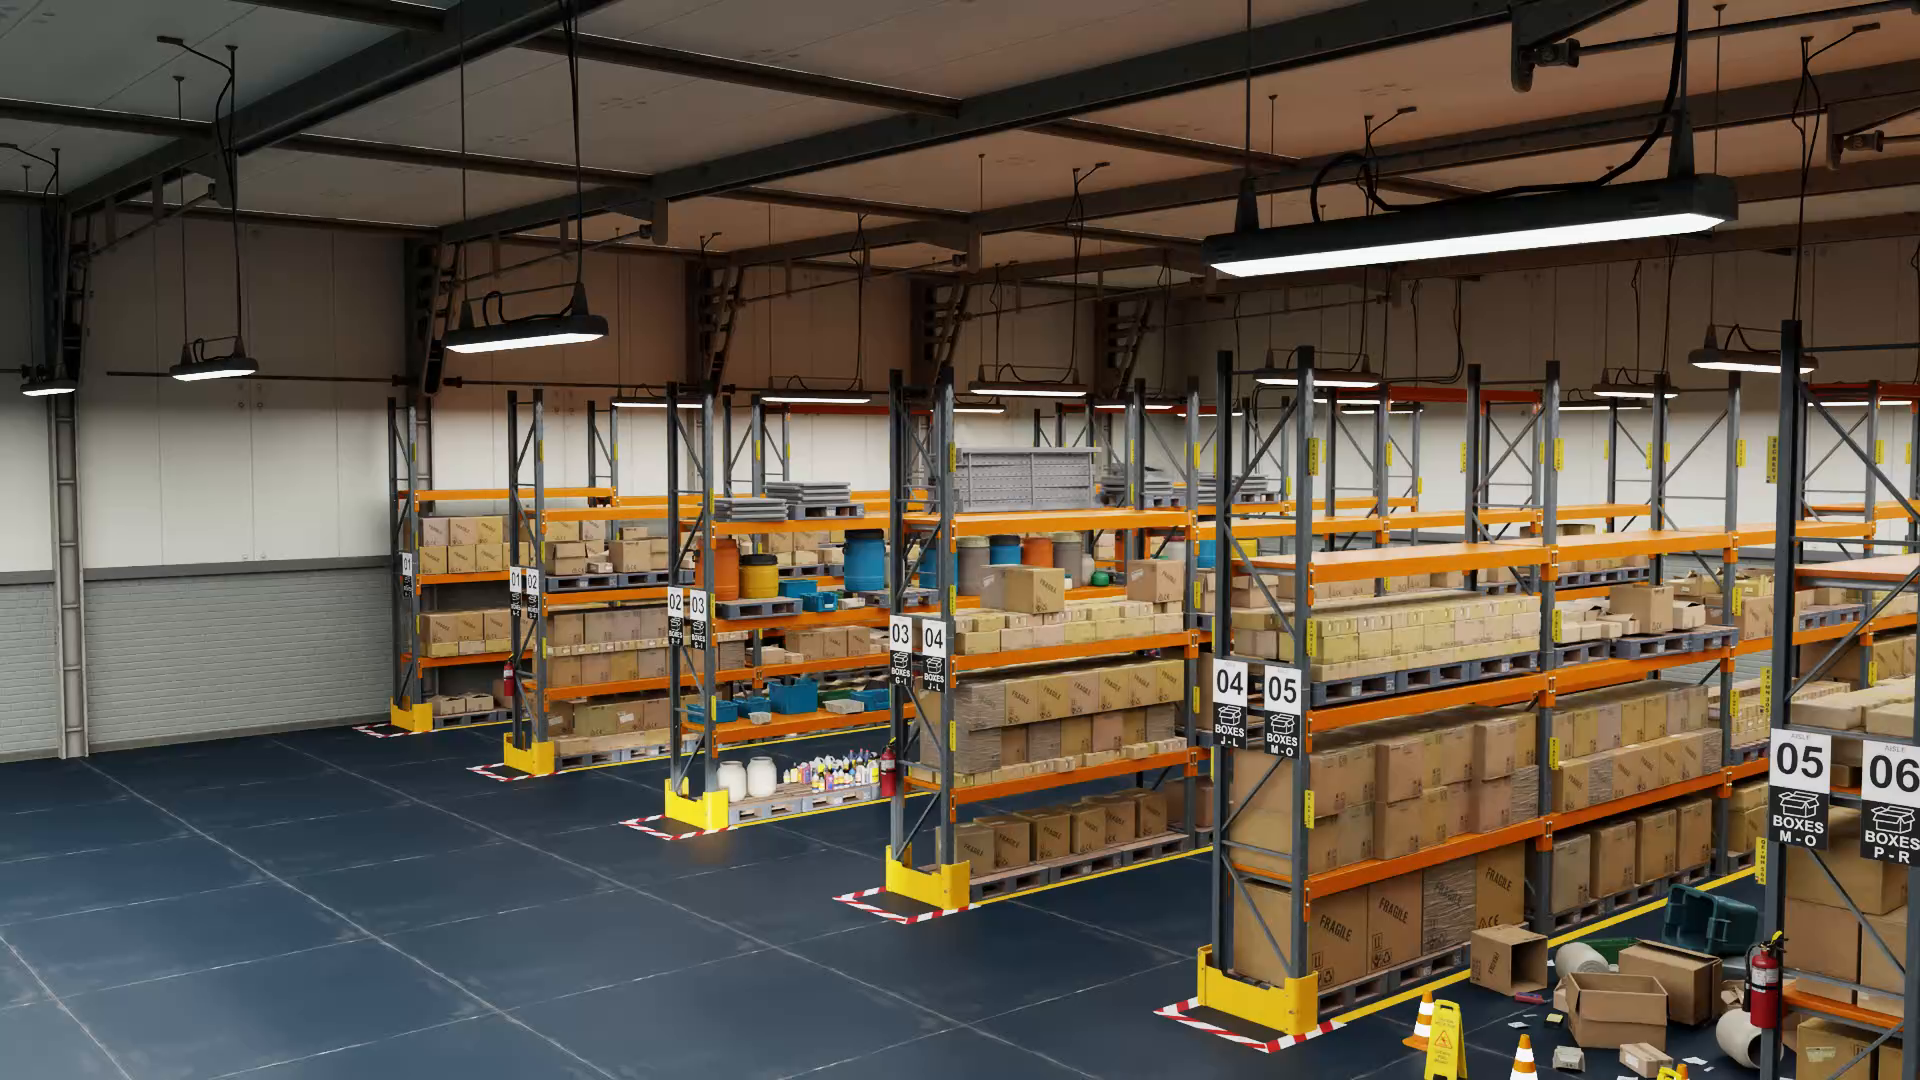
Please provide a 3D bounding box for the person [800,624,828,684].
[{"bbox_3d":[-2.797,2.392,32.223,0.850,1.838,0.624,-2,4,-35],"label":"person"}]

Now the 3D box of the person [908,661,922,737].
[{"bbox_3d":[-0.585,2.720,28.754,0.828,1.321,0.556,-3,5,-44],"label":"person"}]
